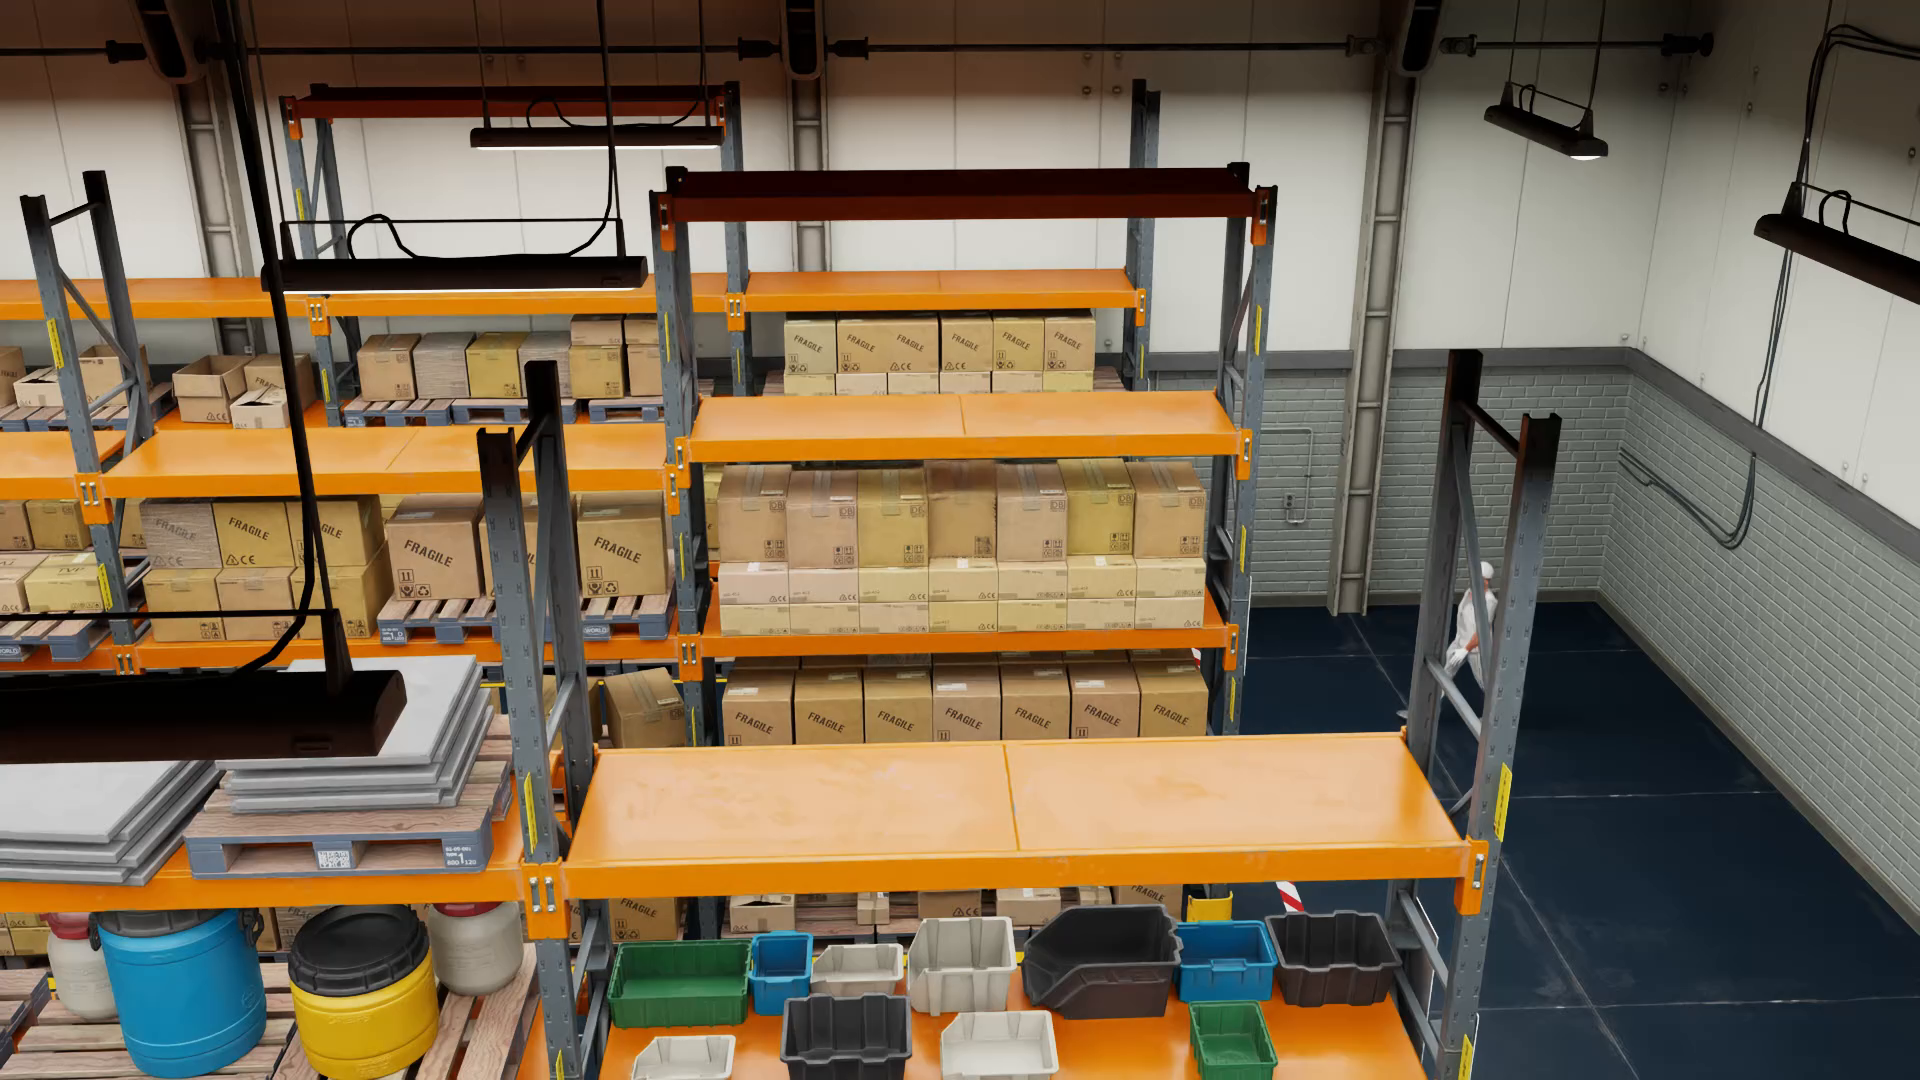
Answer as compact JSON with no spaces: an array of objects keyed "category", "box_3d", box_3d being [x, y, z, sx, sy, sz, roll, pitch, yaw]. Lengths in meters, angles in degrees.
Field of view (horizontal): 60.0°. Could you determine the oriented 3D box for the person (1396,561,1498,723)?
[{"category":"person","box_3d":[4.911,1.014,16.264,1.050,1.720,0.608,-3,22,-7]}]
